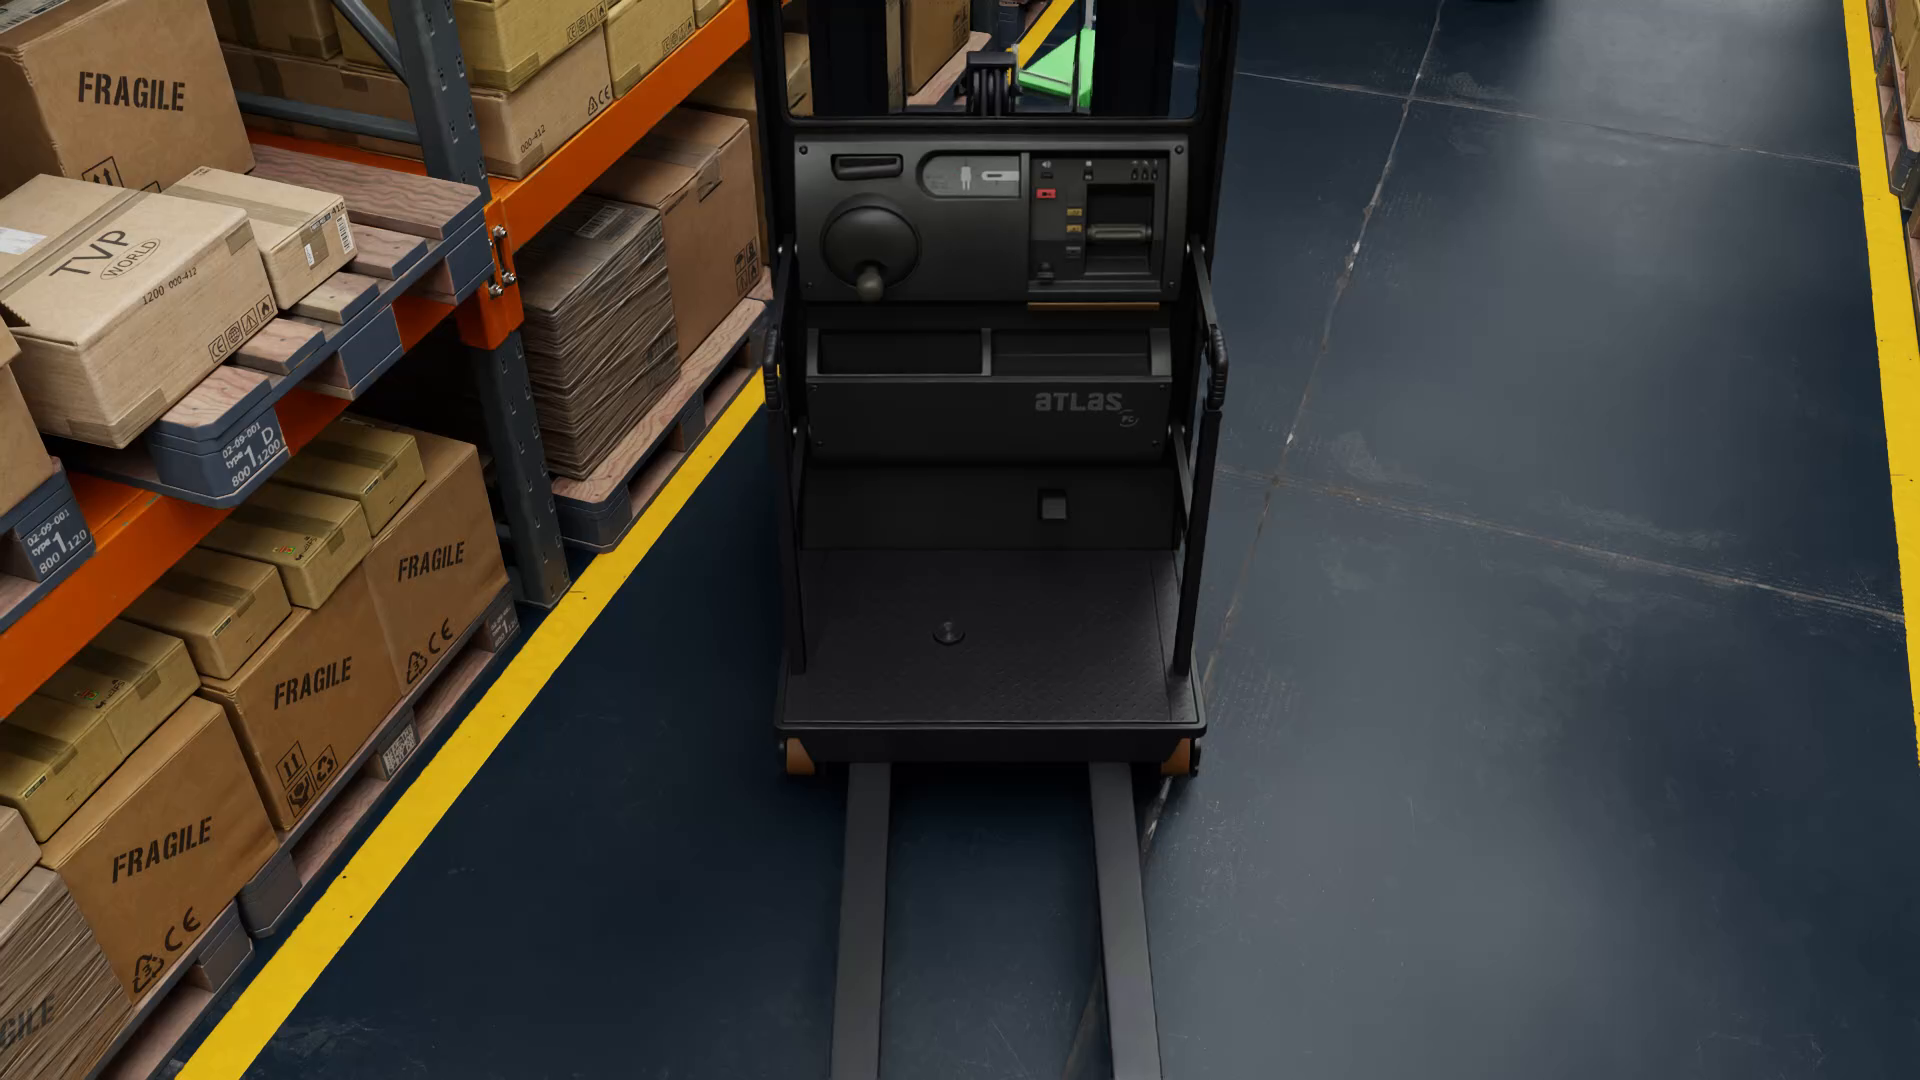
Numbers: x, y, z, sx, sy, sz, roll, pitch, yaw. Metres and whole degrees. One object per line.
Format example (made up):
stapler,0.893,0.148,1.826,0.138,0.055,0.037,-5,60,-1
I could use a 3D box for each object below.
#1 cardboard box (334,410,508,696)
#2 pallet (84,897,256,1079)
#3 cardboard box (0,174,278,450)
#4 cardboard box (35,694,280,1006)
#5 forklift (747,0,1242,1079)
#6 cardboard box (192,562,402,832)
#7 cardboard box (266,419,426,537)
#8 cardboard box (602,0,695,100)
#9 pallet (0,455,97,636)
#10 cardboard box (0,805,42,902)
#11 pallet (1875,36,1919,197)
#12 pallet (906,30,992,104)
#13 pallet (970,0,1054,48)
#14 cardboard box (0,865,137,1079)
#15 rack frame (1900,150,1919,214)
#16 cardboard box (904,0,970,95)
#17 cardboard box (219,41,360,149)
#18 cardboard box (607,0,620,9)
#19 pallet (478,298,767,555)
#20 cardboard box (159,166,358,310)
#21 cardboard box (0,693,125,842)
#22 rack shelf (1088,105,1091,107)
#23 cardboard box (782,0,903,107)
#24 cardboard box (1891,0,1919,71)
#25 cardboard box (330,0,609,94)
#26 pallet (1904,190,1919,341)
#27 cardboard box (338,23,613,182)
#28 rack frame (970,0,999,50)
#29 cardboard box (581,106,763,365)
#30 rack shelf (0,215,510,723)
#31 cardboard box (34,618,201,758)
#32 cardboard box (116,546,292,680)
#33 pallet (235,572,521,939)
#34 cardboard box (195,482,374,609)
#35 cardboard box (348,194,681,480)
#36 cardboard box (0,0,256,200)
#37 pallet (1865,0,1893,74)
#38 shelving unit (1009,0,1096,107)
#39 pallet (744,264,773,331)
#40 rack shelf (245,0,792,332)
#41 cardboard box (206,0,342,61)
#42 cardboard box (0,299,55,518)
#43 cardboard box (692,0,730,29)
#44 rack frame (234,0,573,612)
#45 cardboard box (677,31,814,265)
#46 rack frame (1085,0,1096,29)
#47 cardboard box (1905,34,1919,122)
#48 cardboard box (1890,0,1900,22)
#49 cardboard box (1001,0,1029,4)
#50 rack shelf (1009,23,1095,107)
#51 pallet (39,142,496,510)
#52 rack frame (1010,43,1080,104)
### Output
cardboard box,-1.619,0.022,4.515,0.500,0.500,0.500,14,43,16
pallet,-2.386,1.175,3.710,1.003,0.211,1.213,13,42,15
cardboard box,-1.733,-0.462,3.272,0.500,0.250,0.500,11,42,13
cardboard box,-1.977,0.645,3.785,0.500,0.500,0.500,15,43,17
forklift,0.076,-0.682,3.791,1.130,2.935,3.031,0,40,0
cardboard box,-1.800,0.325,4.160,0.500,0.500,0.500,13,42,14
cardboard box,-1.608,-0.173,4.244,0.380,0.149,0.250,11,42,13
cardboard box,-1.119,-1.539,4.859,0.500,0.250,0.500,12,42,14
pallet,-2.337,0.186,2.869,1.003,0.211,1.213,13,42,15
cardboard box,-2.087,0.630,3.303,0.380,0.149,0.250,11,42,13
pallet,4.553,-1.771,7.164,1.003,0.211,1.213,13,42,15
pallet,-0.524,-1.995,7.426,1.003,0.211,1.213,13,42,15
pallet,0.002,-2.929,8.520,1.003,0.211,1.213,13,42,15
cardboard box,-2.137,0.966,3.409,0.500,0.500,0.500,12,42,14
rack frame,4.357,-2.415,5.769,1.000,3.000,0.127,13,42,15
cardboard box,-0.477,-2.450,7.316,0.875,0.625,0.625,15,43,17
cardboard box,-1.763,-1.348,4.635,0.500,0.250,0.500,12,42,14
cardboard box,-1.123,-1.729,4.696,0.500,0.250,0.500,15,43,16
pallet,-1.358,-0.507,5.682,1.003,0.211,1.213,13,42,15
cardboard box,-1.541,-0.653,3.574,0.380,0.149,0.250,14,42,16
cardboard box,-2.021,0.455,3.508,0.380,0.149,0.250,13,42,14
rack shelf,0.396,-1.333,5.616,0.258,0.148,0.480,22,45,24
cardboard box,-0.749,-1.978,6.764,0.875,0.625,0.625,13,42,15
cardboard box,4.479,-2.276,7.401,0.500,0.250,0.500,12,42,14
cardboard box,-1.272,-1.418,4.332,0.500,0.250,0.500,13,42,15
pallet,4.092,-0.879,6.117,1.003,0.211,1.213,13,42,15
cardboard box,-1.295,-1.234,4.501,0.500,0.250,0.500,13,42,15
rack frame,-0.309,-3.514,7.058,1.000,3.000,0.127,13,42,15
cardboard box,-1.234,-1.108,5.744,0.875,0.625,0.625,15,43,16
rack shelf,-2.361,0.419,3.002,1.077,0.370,4.000,13,42,15
cardboard box,-1.936,0.303,3.687,0.380,0.149,0.250,14,43,16
cardboard box,-1.803,0.152,3.864,0.380,0.149,0.250,12,42,14
pallet,-1.968,0.433,4.579,1.003,0.211,1.213,13,42,15
cardboard box,-1.672,0.001,4.041,0.380,0.149,0.250,11,42,13
cardboard box,-1.451,-0.708,5.275,0.875,0.625,0.625,15,43,16
cardboard box,-2.000,-0.993,3.702,0.500,0.500,0.500,15,43,17
pallet,4.969,-2.518,8.039,1.003,0.211,1.213,13,42,15
shelving unit,0.396,-1.199,5.731,0.258,1.200,0.503,22,45,24
pallet,-0.940,-1.249,6.551,1.003,0.211,1.213,13,42,15
rack shelf,-0.993,-2.021,5.862,1.077,0.370,4.000,13,42,15
cardboard box,-1.784,-1.543,4.478,0.500,0.250,0.500,14,42,16
cardboard box,-2.061,-0.237,2.813,0.797,0.503,0.637,12,42,14
cardboard box,-0.949,-1.855,5.229,0.500,0.250,0.500,12,42,14
rack frame,-1.677,-1.074,4.198,1.000,3.000,0.127,13,42,15
cardboard box,-1.004,-1.519,6.226,0.875,0.625,0.625,12,42,13
rack frame,0.527,-1.332,5.887,0.240,1.200,0.015,22,45,24
cardboard box,4.306,-1.949,7.018,0.500,0.250,0.500,15,43,17
cardboard box,4.657,-2.585,7.764,0.500,0.250,0.500,14,42,16
cardboard box,0.168,-2.849,8.074,0.500,0.250,0.500,14,42,16
rack shelf,0.396,-1.515,5.461,0.258,0.148,0.480,22,45,24
pallet,-1.842,-0.572,3.758,1.213,0.211,1.003,13,42,15
rack frame,0.265,-1.065,5.574,0.240,1.200,0.015,22,45,24
